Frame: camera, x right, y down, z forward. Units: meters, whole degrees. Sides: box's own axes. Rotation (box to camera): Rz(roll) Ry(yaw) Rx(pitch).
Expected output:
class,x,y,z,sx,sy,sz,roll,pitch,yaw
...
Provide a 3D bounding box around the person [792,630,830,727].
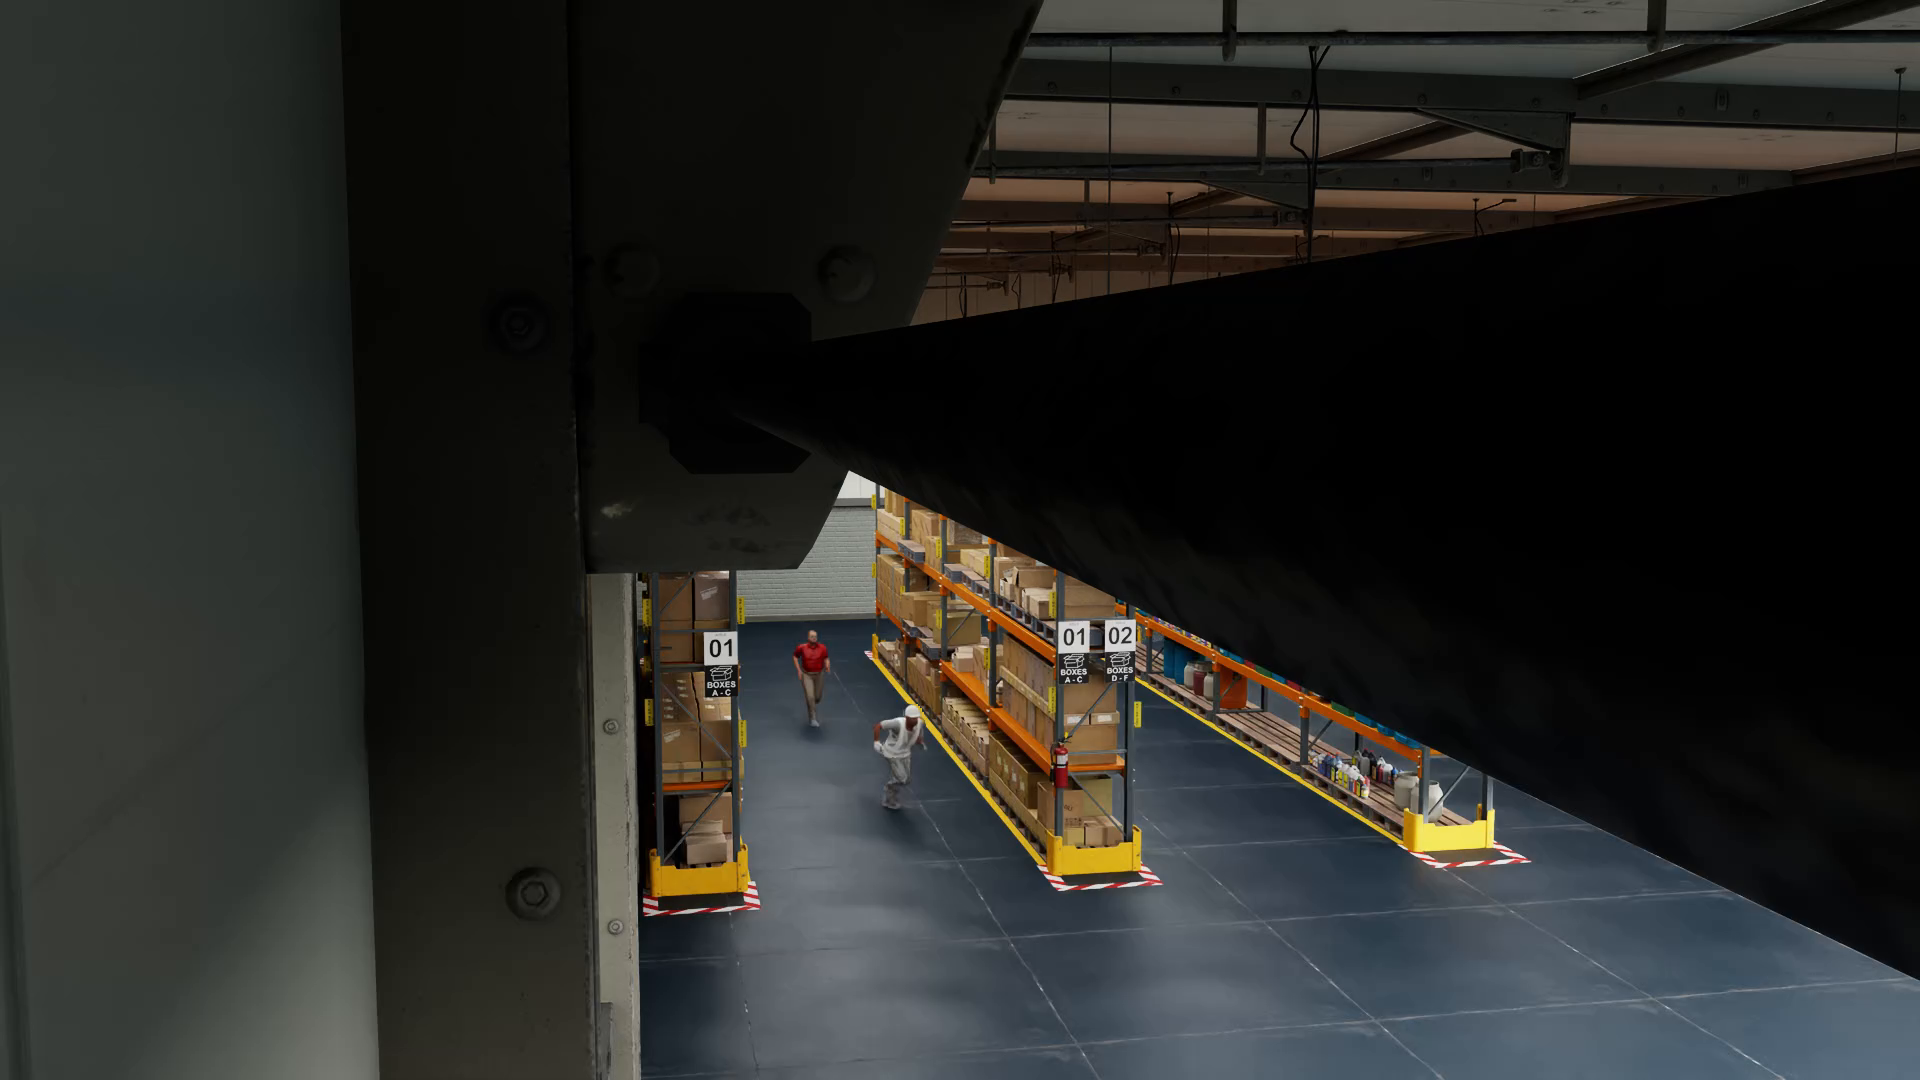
class,x,y,z,sx,sy,sz,roll,pitch,yaw
person,-2.673,2.444,29.801,0.648,1.706,0.848,-2,6,-20

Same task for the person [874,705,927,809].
class,x,y,z,sx,sy,sz,roll,pitch,yaw
person,-0.860,3.106,23.673,0.720,1.590,0.869,-5,8,-39
